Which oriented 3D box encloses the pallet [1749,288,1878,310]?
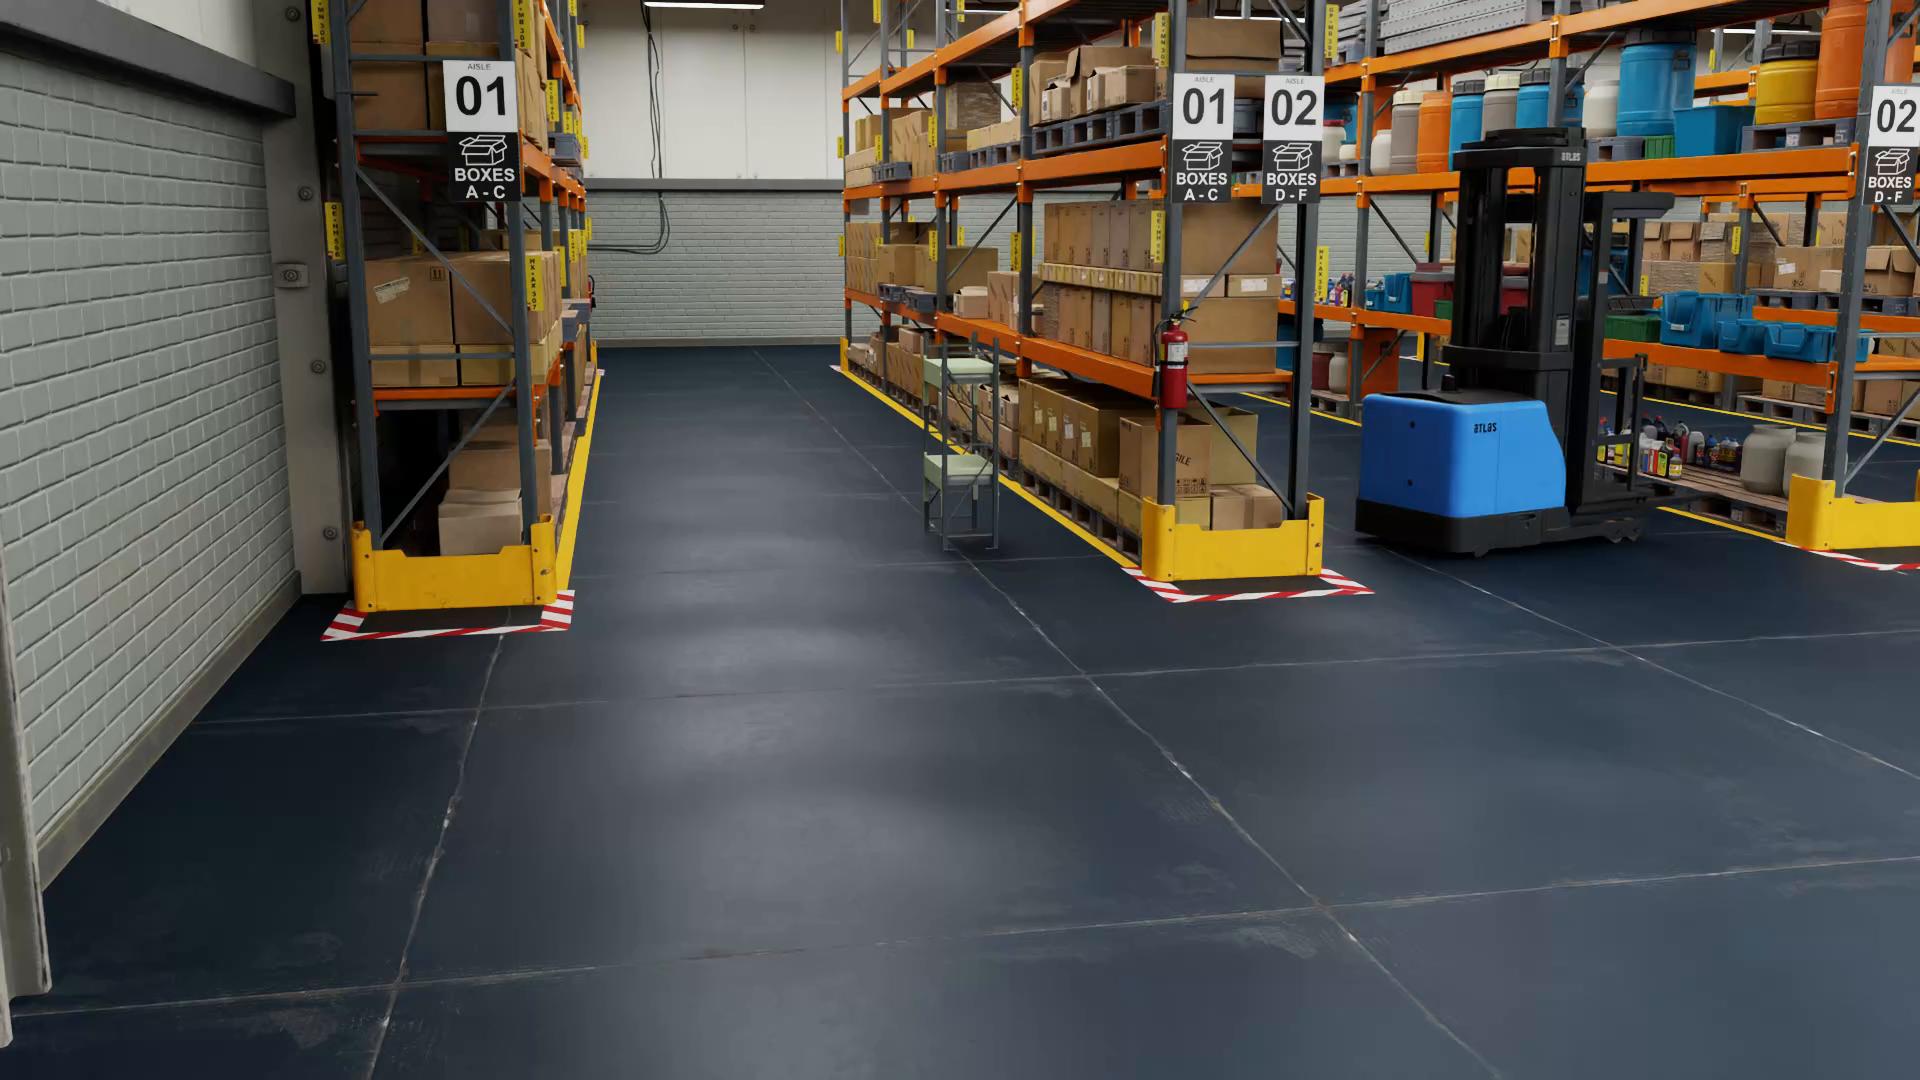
[{"bbox_3d":[10.203,-2.865,19.740,1.213,0.211,1.003,-2,11,-11],"label":"pallet"}]

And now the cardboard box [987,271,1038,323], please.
[{"bbox_3d":[0.584,-2.469,16.877,0.500,0.500,0.500,-3,11,-14],"label":"cardboard box"}]

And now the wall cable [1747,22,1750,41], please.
[{"bbox_3d":[15.224,-11.784,33.998,2.355,3.000,0.029,-2,11,-11],"label":"wall cable"}]

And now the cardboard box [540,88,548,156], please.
[{"bbox_3d":[-3.498,-3.261,12.962,0.500,0.500,0.500,-2,11,-9],"label":"cardboard box"}]

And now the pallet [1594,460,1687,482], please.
[{"bbox_3d":[5.969,-0.678,15.194,1.003,0.211,1.213,-2,11,-11],"label":"pallet"}]

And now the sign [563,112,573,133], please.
[{"bbox_3d":[-4.084,-4.293,17.322,0.100,0.325,0.005,-2,11,-11],"label":"sign"}]

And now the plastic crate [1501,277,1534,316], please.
[{"bbox_3d":[5.485,-2.282,15.990,0.402,0.464,0.583,-2,11,-11],"label":"plastic crate"}]

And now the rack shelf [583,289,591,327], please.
[{"bbox_3d":[-5.784,-3.293,23.398,1.077,0.370,4.000,-2,11,-11],"label":"rack shelf"}]

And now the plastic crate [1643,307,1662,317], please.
[{"bbox_3d":[6.361,-1.906,14.587,0.499,0.251,0.616,-2,11,-11],"label":"plastic crate"}]

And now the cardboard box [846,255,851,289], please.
[{"bbox_3d":[-1.487,-4.152,25.721,0.500,0.500,0.500,-2,11,-10],"label":"cardboard box"}]

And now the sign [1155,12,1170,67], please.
[{"bbox_3d":[1.263,-3.112,10.345,0.100,0.325,0.005,-2,11,-11],"label":"sign"}]

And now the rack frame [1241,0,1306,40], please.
[{"bbox_3d":[4.323,-6.587,22.736,1.000,3.000,0.127,-2,11,-11],"label":"rack frame"}]

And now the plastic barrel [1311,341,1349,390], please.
[{"bbox_3d":[4.770,-2.224,21.185,0.600,0.588,0.708,-2,11,-11],"label":"plastic barrel"}]

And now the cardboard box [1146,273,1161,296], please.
[{"bbox_3d":[1.484,-1.738,11.305,0.380,0.149,0.250,-2,11,-10],"label":"cardboard box"}]

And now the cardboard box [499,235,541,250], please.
[{"bbox_3d":[-4.443,-3.009,16.805,0.380,0.149,0.250,-4,12,-21],"label":"cardboard box"}]

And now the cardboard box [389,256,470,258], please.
[{"bbox_3d":[-3.554,-1.649,11.181,0.500,0.500,0.500,-2,11,-13],"label":"cardboard box"}]

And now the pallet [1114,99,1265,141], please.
[{"bbox_3d":[1.685,-2.820,11.205,1.003,0.211,1.213,-2,11,-11],"label":"pallet"}]

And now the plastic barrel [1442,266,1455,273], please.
[{"bbox_3d":[5.511,-2.780,18.482,0.421,0.512,0.421,0,11,0],"label":"plastic barrel"}]

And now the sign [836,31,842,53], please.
[{"bbox_3d":[-1.847,-7.619,25.449,0.100,0.325,0.005,-2,11,-11],"label":"sign"}]

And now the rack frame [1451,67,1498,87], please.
[{"bbox_3d":[8.404,-7.501,27.537,1.000,3.000,0.127,-2,11,-11],"label":"rack frame"}]

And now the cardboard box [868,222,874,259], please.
[{"bbox_3d":[-0.991,-4.178,23.182,0.500,0.500,0.500,-2,11,-12],"label":"cardboard box"}]

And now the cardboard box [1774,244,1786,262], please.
[{"bbox_3d":[13.422,-4.537,26.950,0.500,0.500,0.500,-2,11,-12],"label":"cardboard box"}]

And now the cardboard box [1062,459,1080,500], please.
[{"bbox_3d":[1.100,-0.477,12.912,0.500,0.250,0.500,-2,11,-11],"label":"cardboard box"}]

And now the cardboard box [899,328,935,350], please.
[{"bbox_3d":[-0.487,-2.536,21.000,0.500,0.250,0.500,-2,11,-11],"label":"cardboard box"}]

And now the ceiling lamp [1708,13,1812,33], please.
[{"bbox_3d":[15.224,-11.133,31.007,2.000,3.185,0.800,-2,11,-11],"label":"ceiling lamp"}]

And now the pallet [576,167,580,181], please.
[{"bbox_3d":[-5.544,-4.860,21.922,1.003,0.211,1.213,-2,11,-11],"label":"pallet"}]

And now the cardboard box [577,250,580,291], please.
[{"bbox_3d":[-4.949,-3.316,20.479,0.500,0.500,0.500,-2,11,-11],"label":"cardboard box"}]

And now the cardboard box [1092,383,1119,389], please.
[{"bbox_3d":[1.410,-1.048,13.904,0.500,0.500,0.500,-2,11,-11],"label":"cardboard box"}]

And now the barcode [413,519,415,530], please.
[{"bbox_3d":[-3.503,-0.097,10.675,0.001,0.075,0.075,-2,11,-11],"label":"barcode"}]

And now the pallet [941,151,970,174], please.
[{"bbox_3d":[0.461,-3.986,17.600,1.213,0.211,1.003,-2,11,-8],"label":"pallet"}]

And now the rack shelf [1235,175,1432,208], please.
[{"bbox_3d":[4.712,-4.393,21.156,1.077,0.370,4.000,-2,11,-11],"label":"rack shelf"}]

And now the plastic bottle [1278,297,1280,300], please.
[{"bbox_3d":[4.215,-3.251,21.787,0.097,0.201,0.097,0,11,0],"label":"plastic bottle"}]

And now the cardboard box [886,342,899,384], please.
[{"bbox_3d":[-0.681,-2.351,22.034,0.500,0.500,0.500,-3,11,-14],"label":"cardboard box"}]

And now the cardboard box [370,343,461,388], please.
[{"bbox_3d":[-3.342,-1.093,10.266,0.500,0.250,0.500,-2,11,-10],"label":"cardboard box"}]

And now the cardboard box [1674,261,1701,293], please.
[{"bbox_3d":[9.529,-3.308,21.289,0.500,0.500,0.500,-2,11,-12],"label":"cardboard box"}]

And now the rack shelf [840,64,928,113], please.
[{"bbox_3d":[-0.925,-6.419,23.788,1.077,0.370,4.000,-2,11,-11],"label":"rack shelf"}]

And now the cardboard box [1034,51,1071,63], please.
[{"bbox_3d":[0.938,-4.082,14.871,0.500,0.500,0.500,-2,11,-10],"label":"cardboard box"}]

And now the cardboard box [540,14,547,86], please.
[{"bbox_3d":[-3.358,-3.653,12.350,0.500,0.500,0.500,-2,11,-8],"label":"cardboard box"}]

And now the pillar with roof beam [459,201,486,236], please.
[{"bbox_3d":[-2.157,-6.480,22.175,9.100,9.000,0.400,-2,11,-11],"label":"pillar with roof beam"}]

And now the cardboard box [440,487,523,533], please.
[{"bbox_3d":[-3.218,-0.209,11.284,0.500,0.311,0.500,-1,11,-6],"label":"cardboard box"}]

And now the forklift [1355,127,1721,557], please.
[{"bbox_3d":[4.428,-1.499,12.234,3.031,2.935,1.130,-6,12,-29],"label":"forklift"}]

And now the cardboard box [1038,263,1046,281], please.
[{"bbox_3d":[0.882,-2.304,14.279,0.380,0.149,0.250,-2,11,-11],"label":"cardboard box"}]

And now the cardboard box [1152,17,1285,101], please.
[{"bbox_3d":[1.690,-3.164,11.003,0.797,0.503,0.637,-1,11,-7],"label":"cardboard box"}]

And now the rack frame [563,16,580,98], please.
[{"bbox_3d":[-6.173,-6.960,24.697,1.000,3.000,0.127,-2,11,-11],"label":"rack frame"}]

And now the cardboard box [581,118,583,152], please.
[{"bbox_3d":[-5.763,-5.912,24.220,0.500,0.500,0.500,-2,11,-11],"label":"cardboard box"}]

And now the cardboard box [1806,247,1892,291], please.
[{"bbox_3d":[10.310,-3.145,19.309,0.700,0.500,0.500,0,11,-3],"label":"cardboard box"}]

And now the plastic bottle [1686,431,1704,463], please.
[{"bbox_3d":[6.415,-0.819,14.583,0.152,0.276,0.135,-2,11,-10],"label":"plastic bottle"}]

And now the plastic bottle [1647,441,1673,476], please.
[{"bbox_3d":[5.848,-0.685,13.881,0.152,0.276,0.135,-2,11,-11],"label":"plastic bottle"}]

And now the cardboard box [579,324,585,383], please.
[{"bbox_3d":[-5.141,-2.315,20.964,0.750,0.750,0.750,-2,11,-10],"label":"cardboard box"}]

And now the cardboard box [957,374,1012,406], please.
[{"bbox_3d":[0.263,-1.561,17.108,0.500,0.311,0.500,-2,11,-13],"label":"cardboard box"}]

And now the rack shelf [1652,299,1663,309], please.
[{"bbox_3d":[9.570,-3.100,22.383,1.077,0.370,4.000,-2,11,-11],"label":"rack shelf"}]

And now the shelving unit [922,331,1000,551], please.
[{"bbox_3d":[0.001,-0.736,12.050,0.431,1.500,0.755,-2,11,-11],"label":"shelving unit"}]

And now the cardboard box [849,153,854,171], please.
[{"bbox_3d":[-1.380,-5.644,24.867,0.500,0.250,0.500,-2,11,-11],"label":"cardboard box"}]

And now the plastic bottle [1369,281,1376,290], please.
[{"bbox_3d":[5.177,-3.108,20.847,0.097,0.271,0.097,0,11,0],"label":"plastic bottle"}]

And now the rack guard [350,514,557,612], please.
[{"bbox_3d":[-3.076,0.135,10.148,1.175,0.500,0.348,-2,11,-11],"label":"rack guard"}]
